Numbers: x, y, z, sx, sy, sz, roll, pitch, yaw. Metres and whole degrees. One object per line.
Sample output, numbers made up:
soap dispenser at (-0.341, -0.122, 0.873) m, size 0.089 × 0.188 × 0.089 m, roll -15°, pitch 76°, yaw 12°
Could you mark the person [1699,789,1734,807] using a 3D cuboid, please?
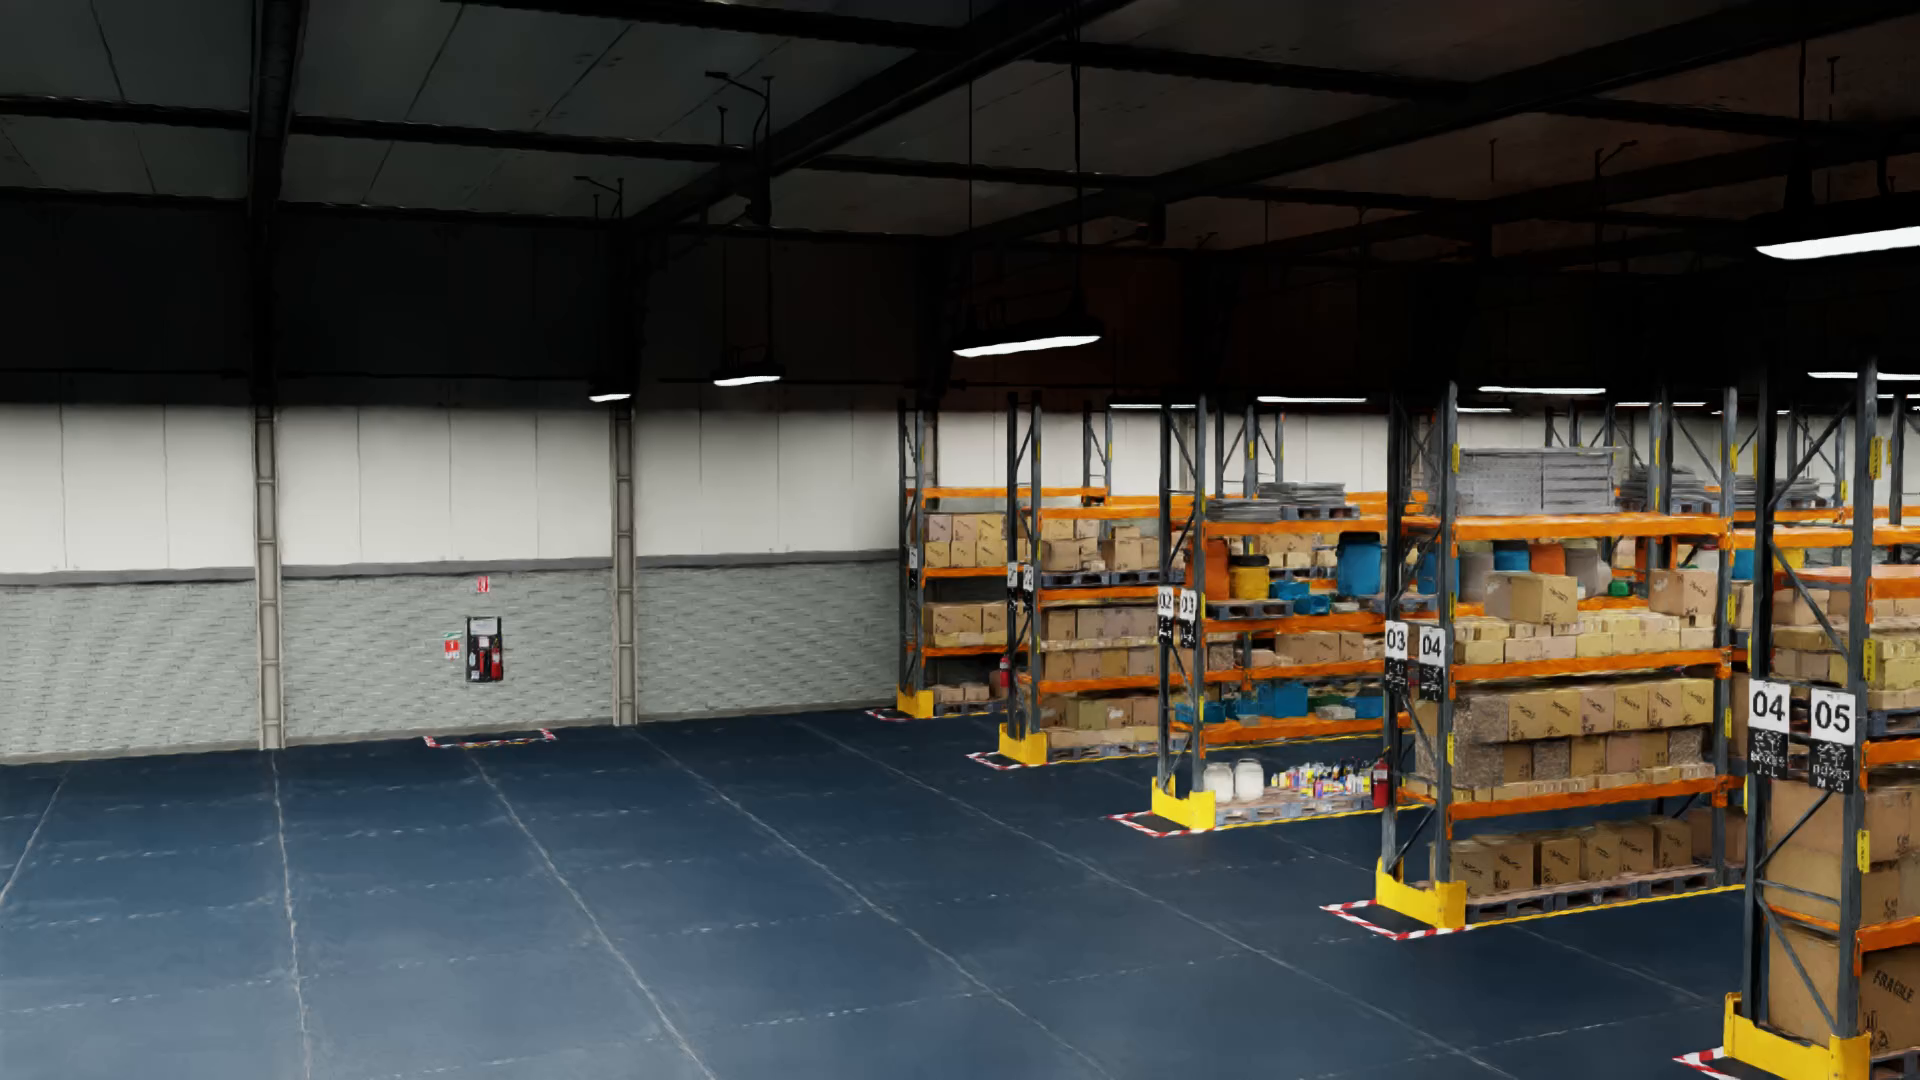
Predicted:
person at (9.977, 3.033, 21.879) m, size 0.578 × 1.714 × 0.719 m, roll -2°, pitch 4°, yaw -25°
